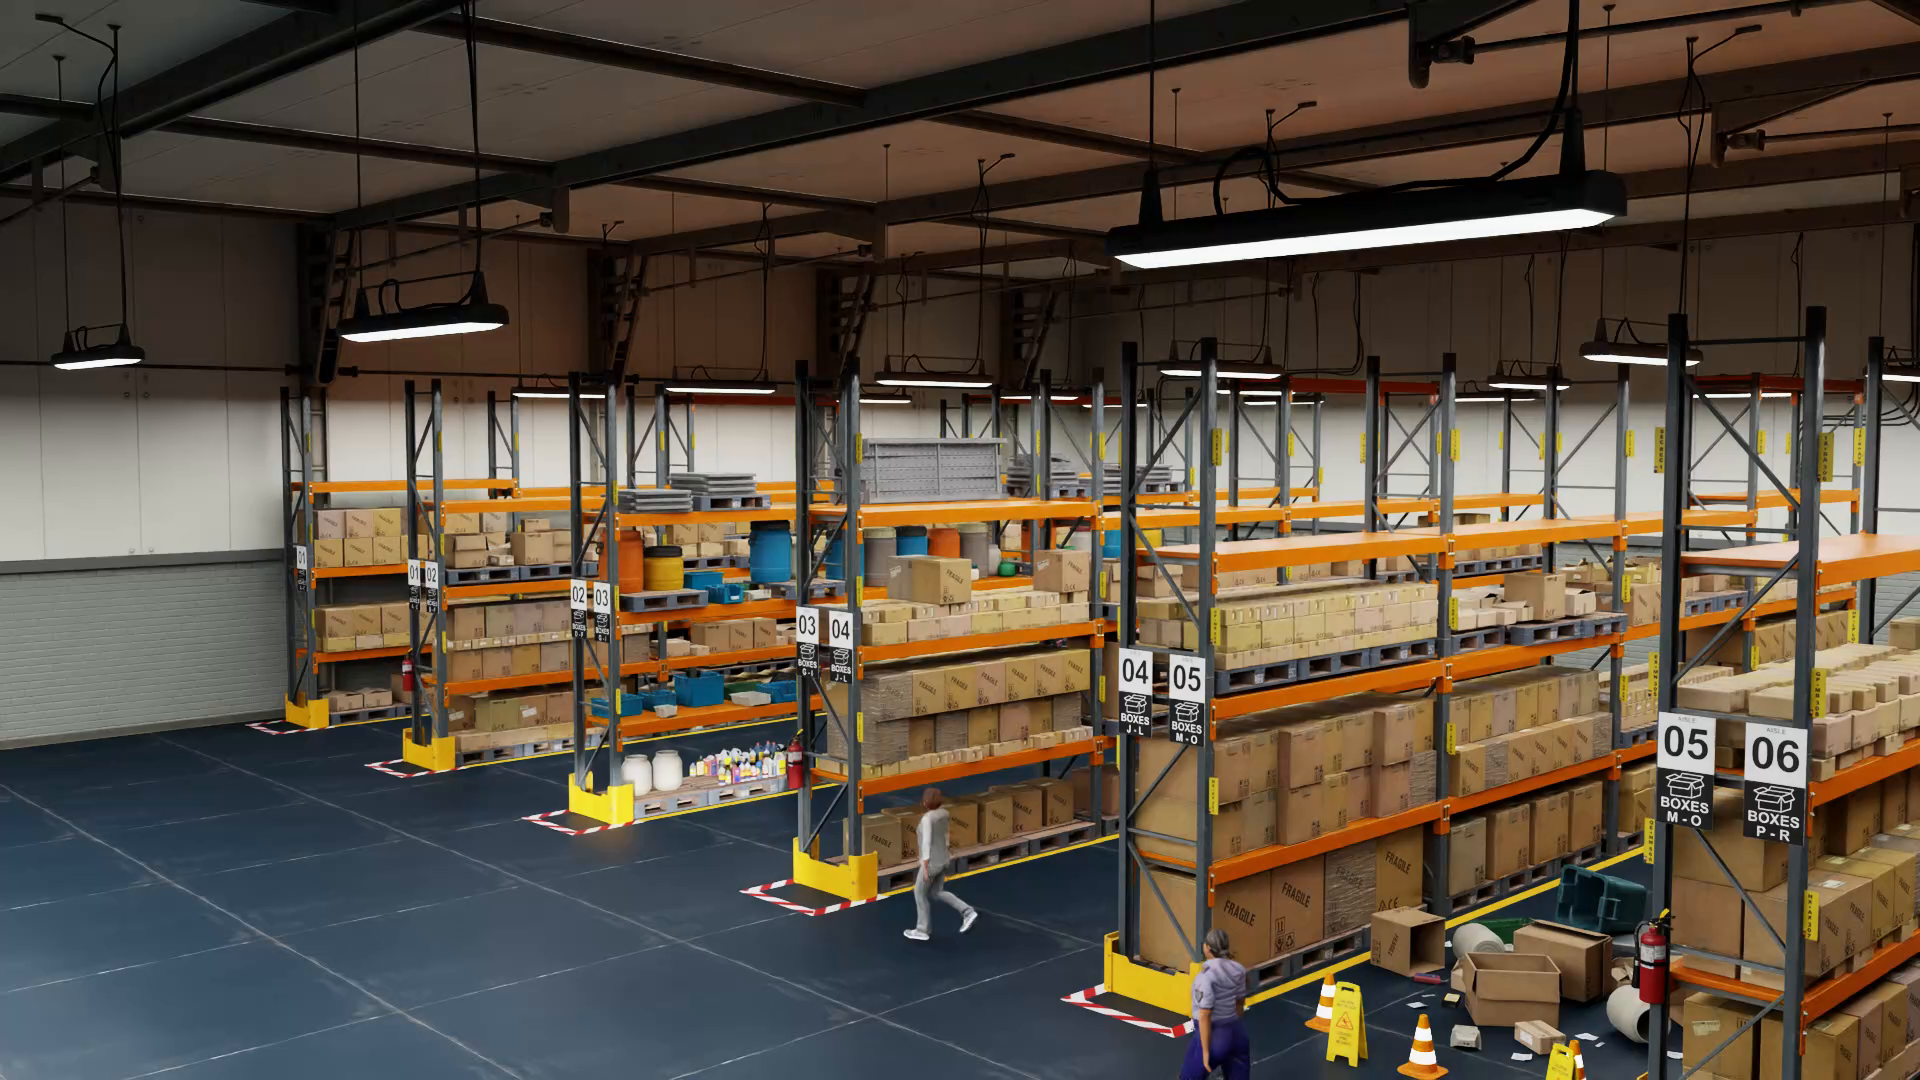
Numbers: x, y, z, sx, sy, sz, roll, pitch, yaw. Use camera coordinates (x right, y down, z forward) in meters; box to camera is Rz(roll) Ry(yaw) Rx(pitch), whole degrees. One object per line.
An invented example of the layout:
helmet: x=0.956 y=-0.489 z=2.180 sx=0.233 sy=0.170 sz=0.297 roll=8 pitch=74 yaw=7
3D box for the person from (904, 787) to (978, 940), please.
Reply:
person: x=-0.209 y=3.283 z=16.855 sx=0.760 sy=1.566 sz=0.415 roll=1 pitch=4 yaw=20

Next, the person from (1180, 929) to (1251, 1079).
person: x=1.882 y=3.588 z=11.912 sx=0.481 sy=1.603 sz=0.962 roll=-3 pitch=5 yaw=-42
